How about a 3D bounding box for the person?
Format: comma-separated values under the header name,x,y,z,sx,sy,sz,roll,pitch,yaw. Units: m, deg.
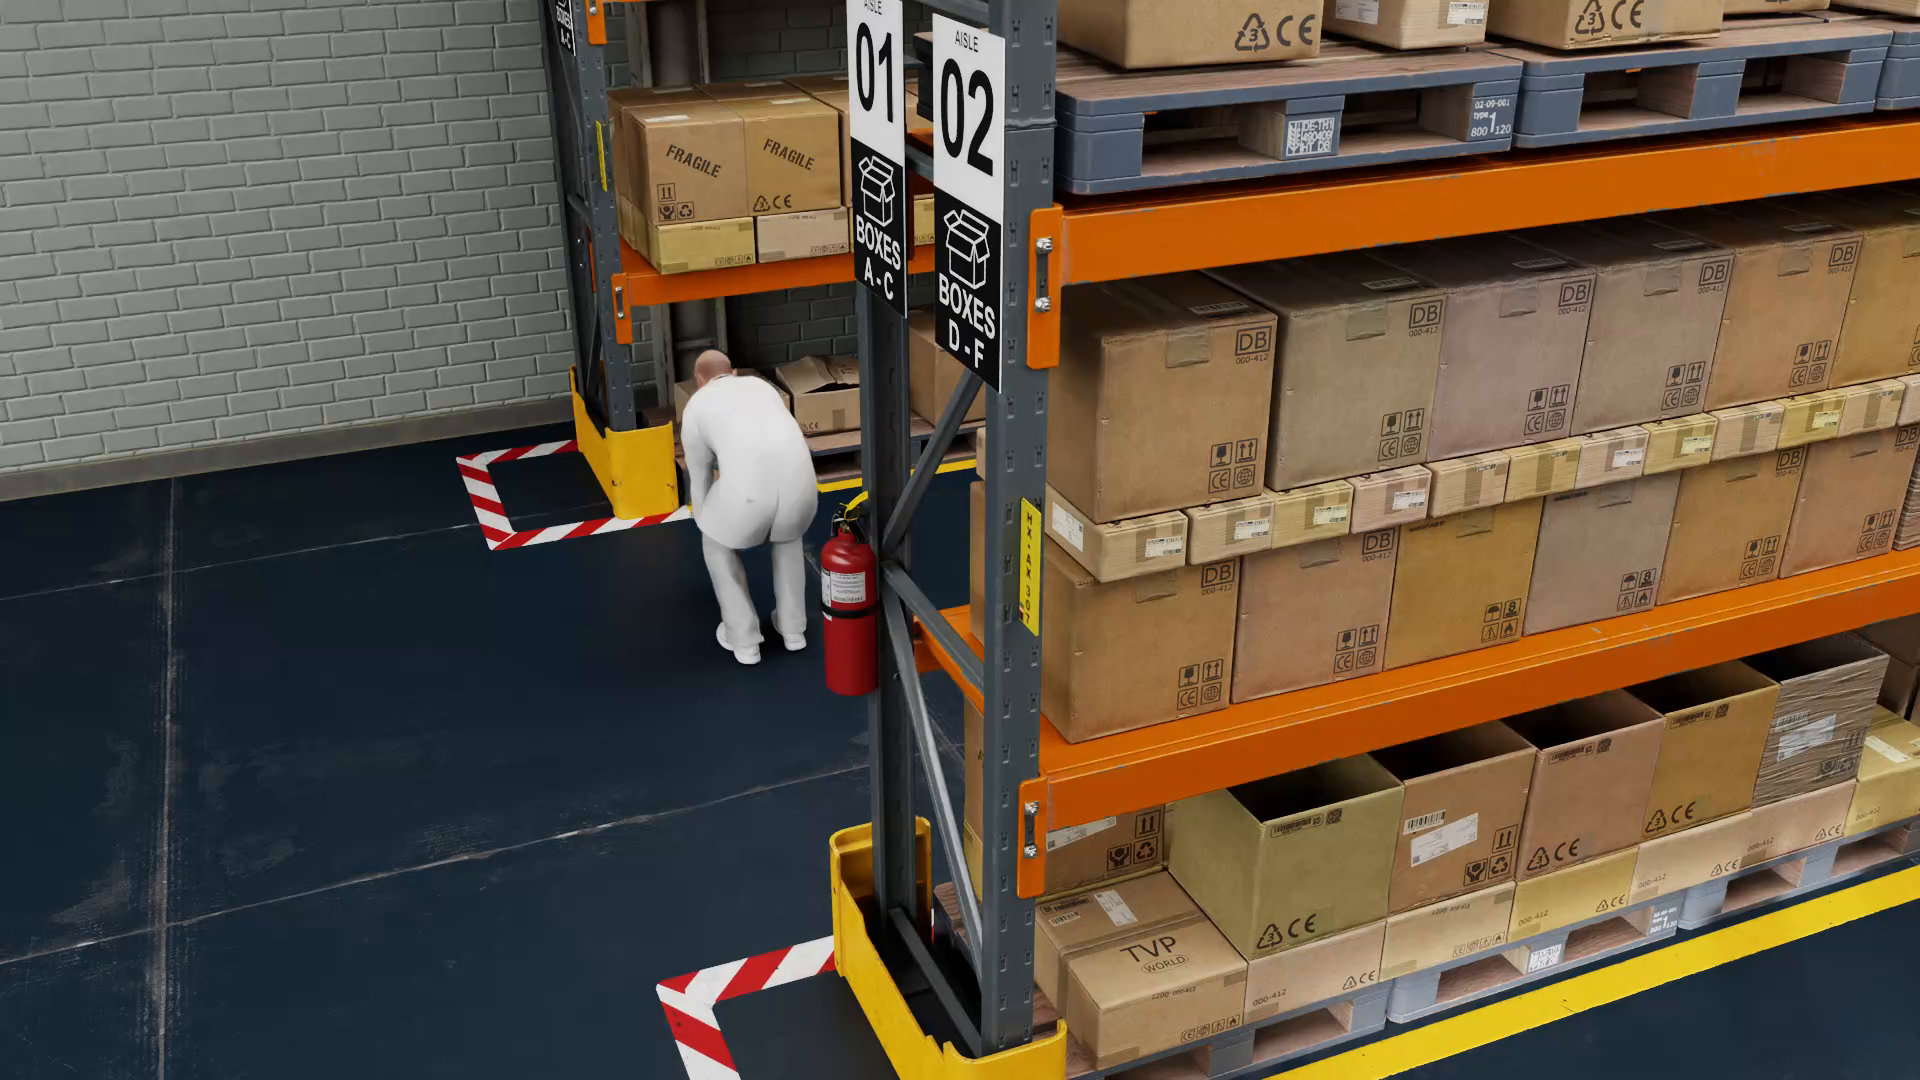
name,x,y,z,sx,sy,sz,roll,pitch,yaw
person,-0.970,-0.159,7.565,0.569,1.257,0.917,-12,28,-23
